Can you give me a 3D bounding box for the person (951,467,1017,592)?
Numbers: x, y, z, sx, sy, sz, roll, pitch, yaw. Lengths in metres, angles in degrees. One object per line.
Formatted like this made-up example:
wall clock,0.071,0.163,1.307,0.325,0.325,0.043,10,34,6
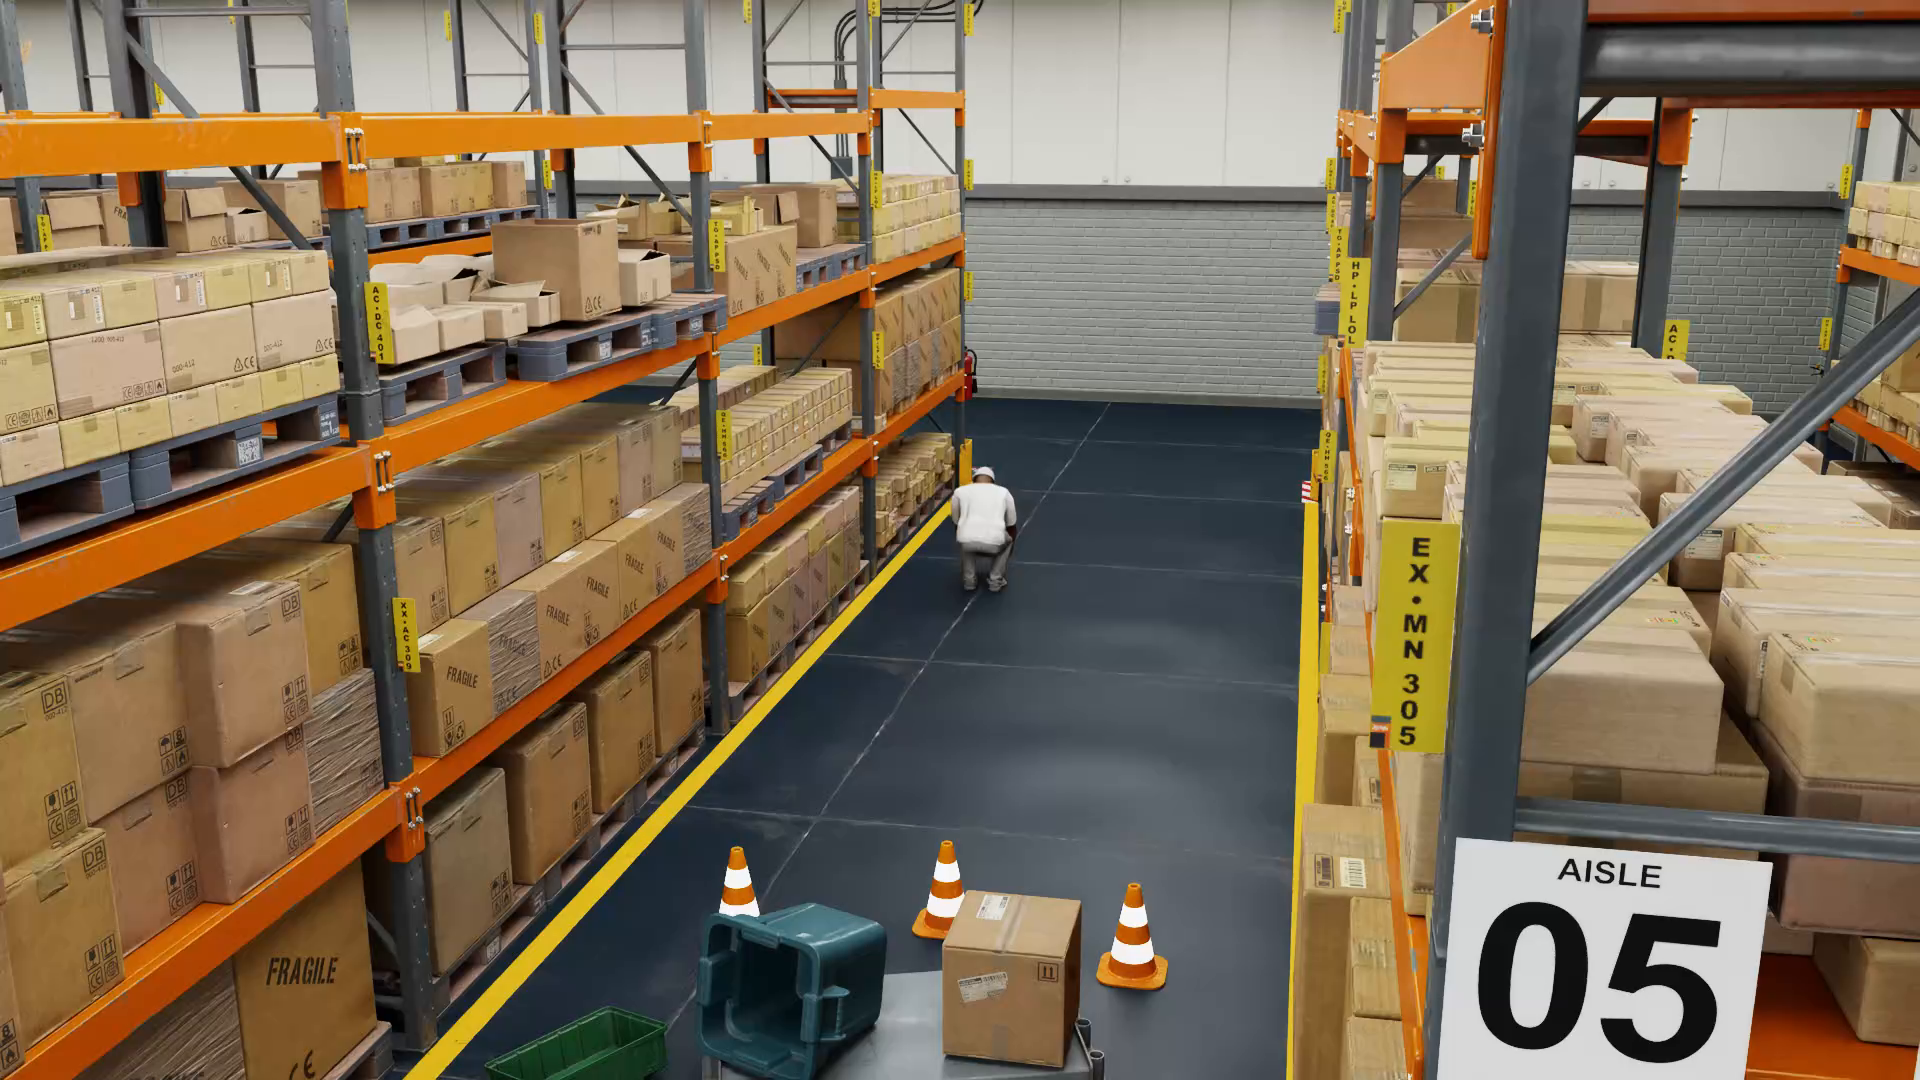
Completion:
person,0.188,-0.092,14.818,0.585,1.018,0.882,3,15,11
